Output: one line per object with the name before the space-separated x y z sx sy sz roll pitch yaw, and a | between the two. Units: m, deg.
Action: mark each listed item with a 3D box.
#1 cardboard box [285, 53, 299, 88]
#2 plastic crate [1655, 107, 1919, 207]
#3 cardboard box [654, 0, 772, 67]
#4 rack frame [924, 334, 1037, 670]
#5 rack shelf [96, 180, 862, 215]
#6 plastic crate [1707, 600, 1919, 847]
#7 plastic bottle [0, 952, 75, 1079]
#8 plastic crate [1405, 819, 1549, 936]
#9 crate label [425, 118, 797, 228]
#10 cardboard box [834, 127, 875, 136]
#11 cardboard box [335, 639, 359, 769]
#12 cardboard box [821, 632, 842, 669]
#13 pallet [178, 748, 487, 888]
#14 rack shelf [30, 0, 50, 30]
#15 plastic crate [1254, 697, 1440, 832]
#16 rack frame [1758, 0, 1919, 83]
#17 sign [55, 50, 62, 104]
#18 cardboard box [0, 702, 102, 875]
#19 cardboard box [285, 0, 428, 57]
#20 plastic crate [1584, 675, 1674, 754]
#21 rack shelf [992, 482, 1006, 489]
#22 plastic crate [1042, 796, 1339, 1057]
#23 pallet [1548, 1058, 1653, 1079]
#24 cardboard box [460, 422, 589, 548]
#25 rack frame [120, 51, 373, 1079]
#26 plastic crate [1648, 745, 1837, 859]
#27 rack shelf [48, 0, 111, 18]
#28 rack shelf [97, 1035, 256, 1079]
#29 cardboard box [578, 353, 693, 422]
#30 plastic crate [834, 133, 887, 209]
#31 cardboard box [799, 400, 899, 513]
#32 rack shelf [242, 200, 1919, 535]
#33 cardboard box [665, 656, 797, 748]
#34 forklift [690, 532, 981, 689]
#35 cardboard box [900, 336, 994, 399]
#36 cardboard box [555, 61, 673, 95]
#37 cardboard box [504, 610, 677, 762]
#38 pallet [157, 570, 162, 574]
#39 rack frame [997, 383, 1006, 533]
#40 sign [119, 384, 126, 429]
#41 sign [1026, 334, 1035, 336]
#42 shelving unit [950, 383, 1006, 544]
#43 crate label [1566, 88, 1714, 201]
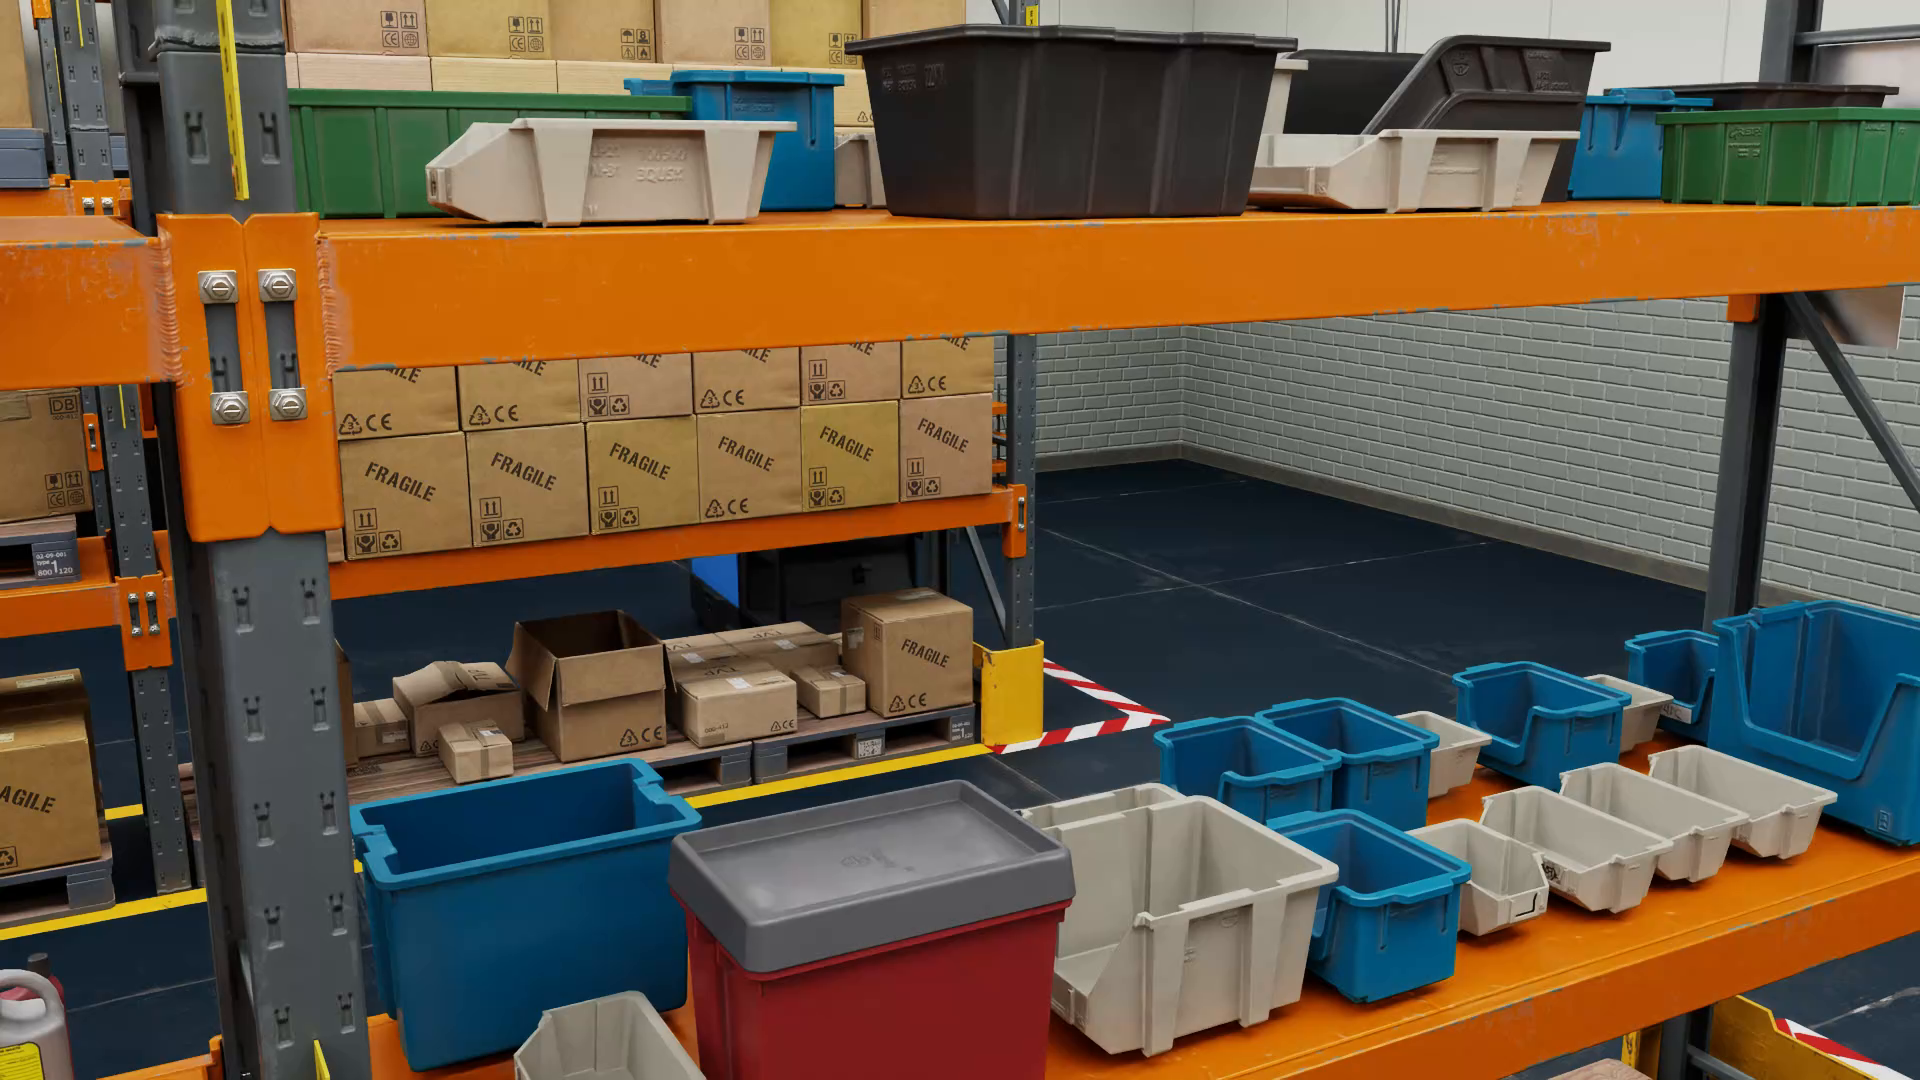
cardboard box | -2.877 -1.764 6.488 0.500 0.250 0.500 -7 14 -28
plastic crate | 1.729 -0.794 3.456 0.336 0.188 0.450 -7 14 -28
cardboard box | -1.222 -2.381 7.520 0.500 0.500 0.700 -7 14 -28
rack frame | 0.088 -0.548 8.711 0.127 3.000 1.000 -7 14 -28
rack shelf | -1.668 -1.450 7.526 4.000 0.370 1.077 -7 14 -28
plastic crate | 2.254 0.432 4.140 0.499 0.435 0.616 -7 14 -28
plastic bottle | -1.579 0.841 2.804 0.133 0.283 0.061 -7 14 -28
plastic crate | 1.084 0.724 3.525 0.250 0.136 0.298 -7 14 -28
crate label | -0.485 -0.502 2.279 0.466 0.136 0.293 -7 14 -28
cardboard box | -0.681 -1.783 7.708 0.500 0.250 0.500 -7 14 -28
cardboard box | -3.059 0.763 7.576 0.500 0.500 0.500 -7 14 -28
cardboard box | -0.664 0.624 8.955 0.250 0.166 0.380 -7 14 -28
pallet | -2.820 1.162 7.467 1.213 0.211 1.003 -7 14 -28
rack shelf | -7.555 -3.251 9.610 4.000 0.370 1.077 -7 14 -28
plastic crate | 0.928 0.561 4.030 0.300 0.233 0.416 -7 14 -28
rack frame | 2.458 -2.519 3.809 0.127 3.000 1.000 -7 14 -28
sign | -5.531 -2.847 10.200 0.005 0.325 0.100 -7 14 -28
cardboard box | -3.719 0.985 6.591 0.500 0.500 0.500 -7 14 -28
cardboard box | -2.508 -2.211 6.763 0.500 0.500 0.700 -7 14 -28
plastic crate | 1.762 0.487 4.577 0.298 0.136 0.250 -7 14 -28
rack shelf | 0.145 -0.343 13.113 0.480 0.148 0.258 -7 14 -28
plastic crate | 0.376 0.732 3.160 0.530 0.282 0.437 -7 14 -28
pallet | 1.716 1.847 4.421 1.213 0.211 1.003 -7 14 -28
cardboard box | -1.957 -0.283 7.309 0.500 0.500 0.500 -7 14 -28
rack frame | -1.053 0.828 2.598 0.127 3.000 1.000 -7 14 -28
plastic crate | 1.829 0.627 3.954 0.243 0.136 0.396 -7 14 -28
rack shelf | -4.044 -3.672 11.480 4.000 0.370 1.077 -7 14 -28
rack shelf | -2.808 1.389 1.742 4.000 0.370 1.077 -7 14 -28
cardboard box | -1.518 -0.822 7.423 0.500 0.500 0.500 -6 14 -26
plastic crate | -0.119 -0.714 3.218 0.466 0.136 0.293 -7 14 -28
cardboard box | -0.628 -0.442 8.012 0.500 0.500 0.500 -7 14 -27
rack shelf | 0.703 -0.495 3.282 4.000 0.370 1.077 -7 14 -28
cardboard box | -1.120 0.778 8.081 0.500 0.250 0.500 -7 14 -28
forklift | -0.660 -0.680 9.457 1.130 2.935 3.031 -6 14 -25
cardboard box | -0.171 -0.984 8.147 0.500 0.500 0.500 -7 14 -28
cardboard box | -1.556 -1.920 7.181 0.500 0.250 0.500 -7 14 -28
cardboard box | -1.776 0.678 7.949 0.637 0.503 0.797 -7 14 -28
pallet | -5.095 0.214 11.676 1.213 0.211 1.003 -7 14 -28
rack frame | 0.359 -0.628 13.169 0.015 1.200 0.240 -7 14 -28
sign | -3.154 -0.585 6.240 0.005 0.325 0.100 -7 14 -28
sign | 0.336 -1.158 8.064 0.005 0.325 0.100 -7 14 -28
shelving unit | 0.145 -0.603 13.055 0.503 1.200 0.258 -7 14 -28
crate label | 1.493 -0.949 4.000 0.502 0.251 0.408 -7 14 -28
